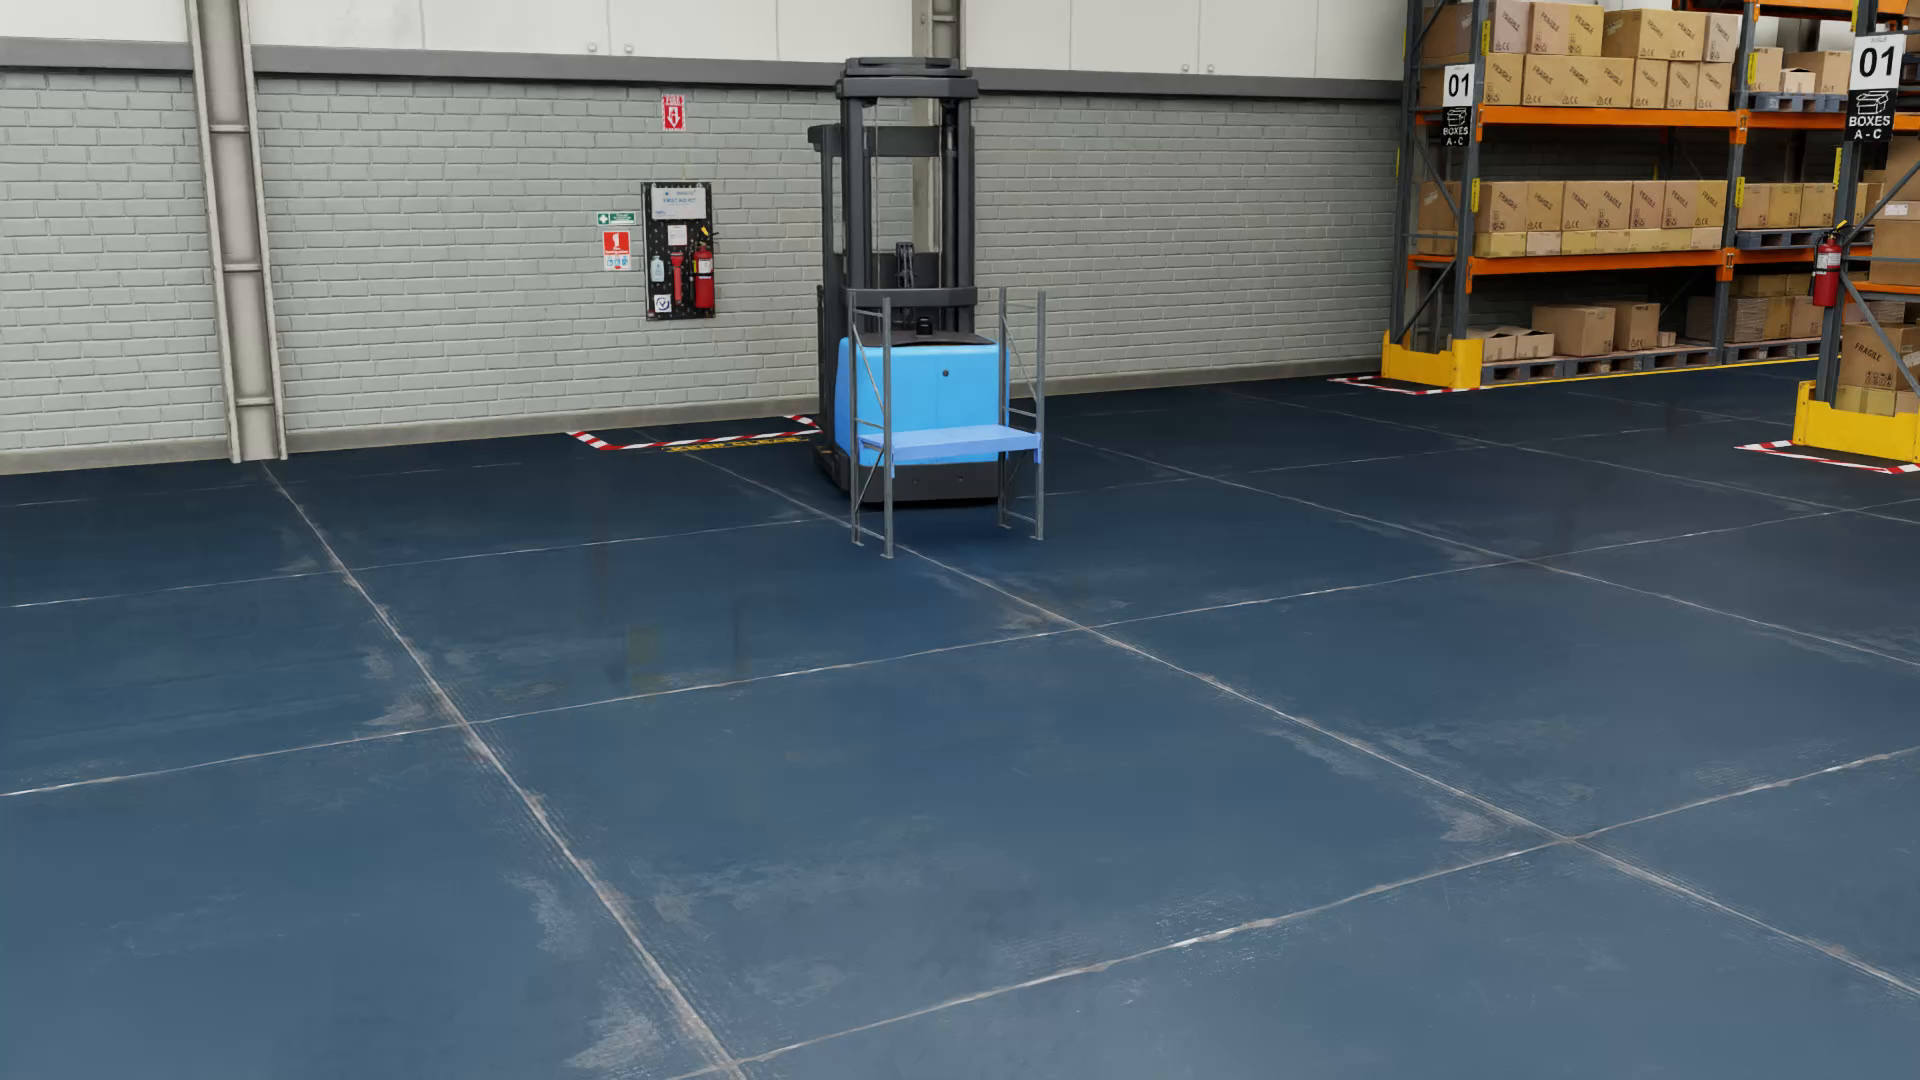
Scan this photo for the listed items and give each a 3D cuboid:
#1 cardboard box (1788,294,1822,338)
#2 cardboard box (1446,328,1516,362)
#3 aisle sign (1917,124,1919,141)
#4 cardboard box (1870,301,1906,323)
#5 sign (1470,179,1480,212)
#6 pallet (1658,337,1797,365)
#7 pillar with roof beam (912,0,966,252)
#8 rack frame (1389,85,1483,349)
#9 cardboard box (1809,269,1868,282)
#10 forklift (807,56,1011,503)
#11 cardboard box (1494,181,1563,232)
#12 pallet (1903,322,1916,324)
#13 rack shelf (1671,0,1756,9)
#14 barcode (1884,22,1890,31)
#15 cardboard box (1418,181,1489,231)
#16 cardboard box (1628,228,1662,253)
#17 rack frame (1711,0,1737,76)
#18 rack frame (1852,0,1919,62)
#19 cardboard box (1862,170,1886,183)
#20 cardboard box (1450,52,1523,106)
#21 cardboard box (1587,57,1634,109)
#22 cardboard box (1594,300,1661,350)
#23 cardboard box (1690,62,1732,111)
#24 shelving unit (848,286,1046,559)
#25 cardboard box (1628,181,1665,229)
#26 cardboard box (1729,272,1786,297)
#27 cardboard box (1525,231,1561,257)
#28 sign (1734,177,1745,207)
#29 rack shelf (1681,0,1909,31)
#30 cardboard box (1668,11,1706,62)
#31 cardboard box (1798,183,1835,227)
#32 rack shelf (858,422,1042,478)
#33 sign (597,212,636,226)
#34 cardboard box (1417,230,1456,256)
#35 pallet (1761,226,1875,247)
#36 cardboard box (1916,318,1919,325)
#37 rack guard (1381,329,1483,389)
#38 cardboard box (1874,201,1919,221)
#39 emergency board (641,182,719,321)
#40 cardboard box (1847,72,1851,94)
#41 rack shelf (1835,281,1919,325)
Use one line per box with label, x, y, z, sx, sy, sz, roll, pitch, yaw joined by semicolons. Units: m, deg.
cardboard box;9.922;-2.728;20.090;0.500;0.500;0.700;-7;14;-27
cardboard box;5.526;-2.080;17.641;0.500;0.311;0.500;-9;15;-34
aisle sign;7.342;-3.370;12.329;0.004;0.787;0.394;-7;14;-28
cardboard box;11.291;-2.872;20.732;0.500;0.500;0.700;-7;14;-27
sign;5.136;-3.439;16.588;0.005;0.325;0.100;-7;14;-28
pallet;9.070;-2.264;19.689;1.213;0.211;1.003;-7;14;-28
pillar with roof beam;1.872;-4.828;11.066;0.400;9.000;9.100;-7;14;-28
rack frame;4.876;-3.122;17.148;0.127;3.000;1.000;-7;14;-28
cardboard box;10.761;-3.190;20.437;0.500;0.250;0.500;-7;14;-27
forklift;-0.491;-1.949;12.093;1.130;2.935;3.031;-3;13;-13
cardboard box;5.878;-3.466;17.268;0.500;0.500;0.500;-7;14;-28
pallet;12.626;-2.671;21.498;1.213;0.211;1.003;-7;14;-28
rack shelf;6.632;-5.906;17.503;4.000;0.370;1.077;-7;14;-28
barcode;7.287;-4.039;13.069;0.075;0.075;0.001;-7;14;-28
cardboard box;5.188;-3.515;17.482;0.500;0.500;0.500;-7;14;-28
cardboard box;7.241;-3.264;18.077;0.500;0.250;0.500;-7;14;-28
rack frame;8.389;-6.469;18.356;0.053;2.616;0.949;-7;14;-28
rack frame;7.253;-5.094;12.249;0.127;3.000;1.000;-7;14;-28
cardboard box;11.334;-4.464;20.407;0.250;0.149;0.380;-10;16;-37
cardboard box;5.289;-4.630;16.747;0.500;0.500;0.500;-6;14;-26
cardboard box;6.692;-4.796;17.483;0.500;0.500;0.500;-6;14;-24
cardboard box;7.495;-2.421;18.724;0.500;0.500;0.500;-8;15;-32
cardboard box;8.060;-4.963;18.226;0.500;0.500;0.500;-6;14;-26
shelving unit;-0.075;-0.723;9.905;1.048;1.500;0.538;-7;14;-28
cardboard box;7.238;-3.631;17.999;0.500;0.500;0.500;-7;15;-29
cardboard box;9.410;-3.031;19.729;0.500;0.250;0.500;-7;15;-29
cardboard box;5.905;-3.106;17.373;0.500;0.250;0.500;-7;15;-30
sign;8.654;-3.861;18.461;0.005;0.325;0.100;-7;14;-28
rack shelf;10.142;-6.133;19.417;4.000;0.370;1.077;-7;14;-28
cardboard box;7.599;-5.387;17.832;0.500;0.500;0.500;-6;14;-25
cardboard box;9.907;-3.985;19.757;0.500;0.500;0.700;-5;14;-20
rack shelf;-0.075;-0.547;9.944;1.000;0.185;0.538;-7;14;-28
sign;-2.904;-2.714;14.051;0.331;0.109;0.001;-7;14;-28
cardboard box;5.193;-3.145;17.547;0.500;0.250;0.500;-7;14;-27
pallet;10.180;-3.653;19.948;1.213;0.211;1.003;-7;14;-28
cardboard box;8.452;-1.618;14.067;0.500;0.500;0.500;-7;14;-28
rack guard;4.943;-1.910;17.458;0.348;0.500;1.175;-7;14;-28
cardboard box;7.497;-2.609;13.167;0.250;0.149;0.380;-7;15;-29
emergency board;-2.378;-2.478;14.288;0.643;1.169;0.194;-7;14;-28
cardboard box;10.716;-5.368;20.018;0.637;0.503;0.797;-5;14;-20
rack shelf;9.008;-2.027;13.921;4.000;0.370;1.077;-7;14;-28
